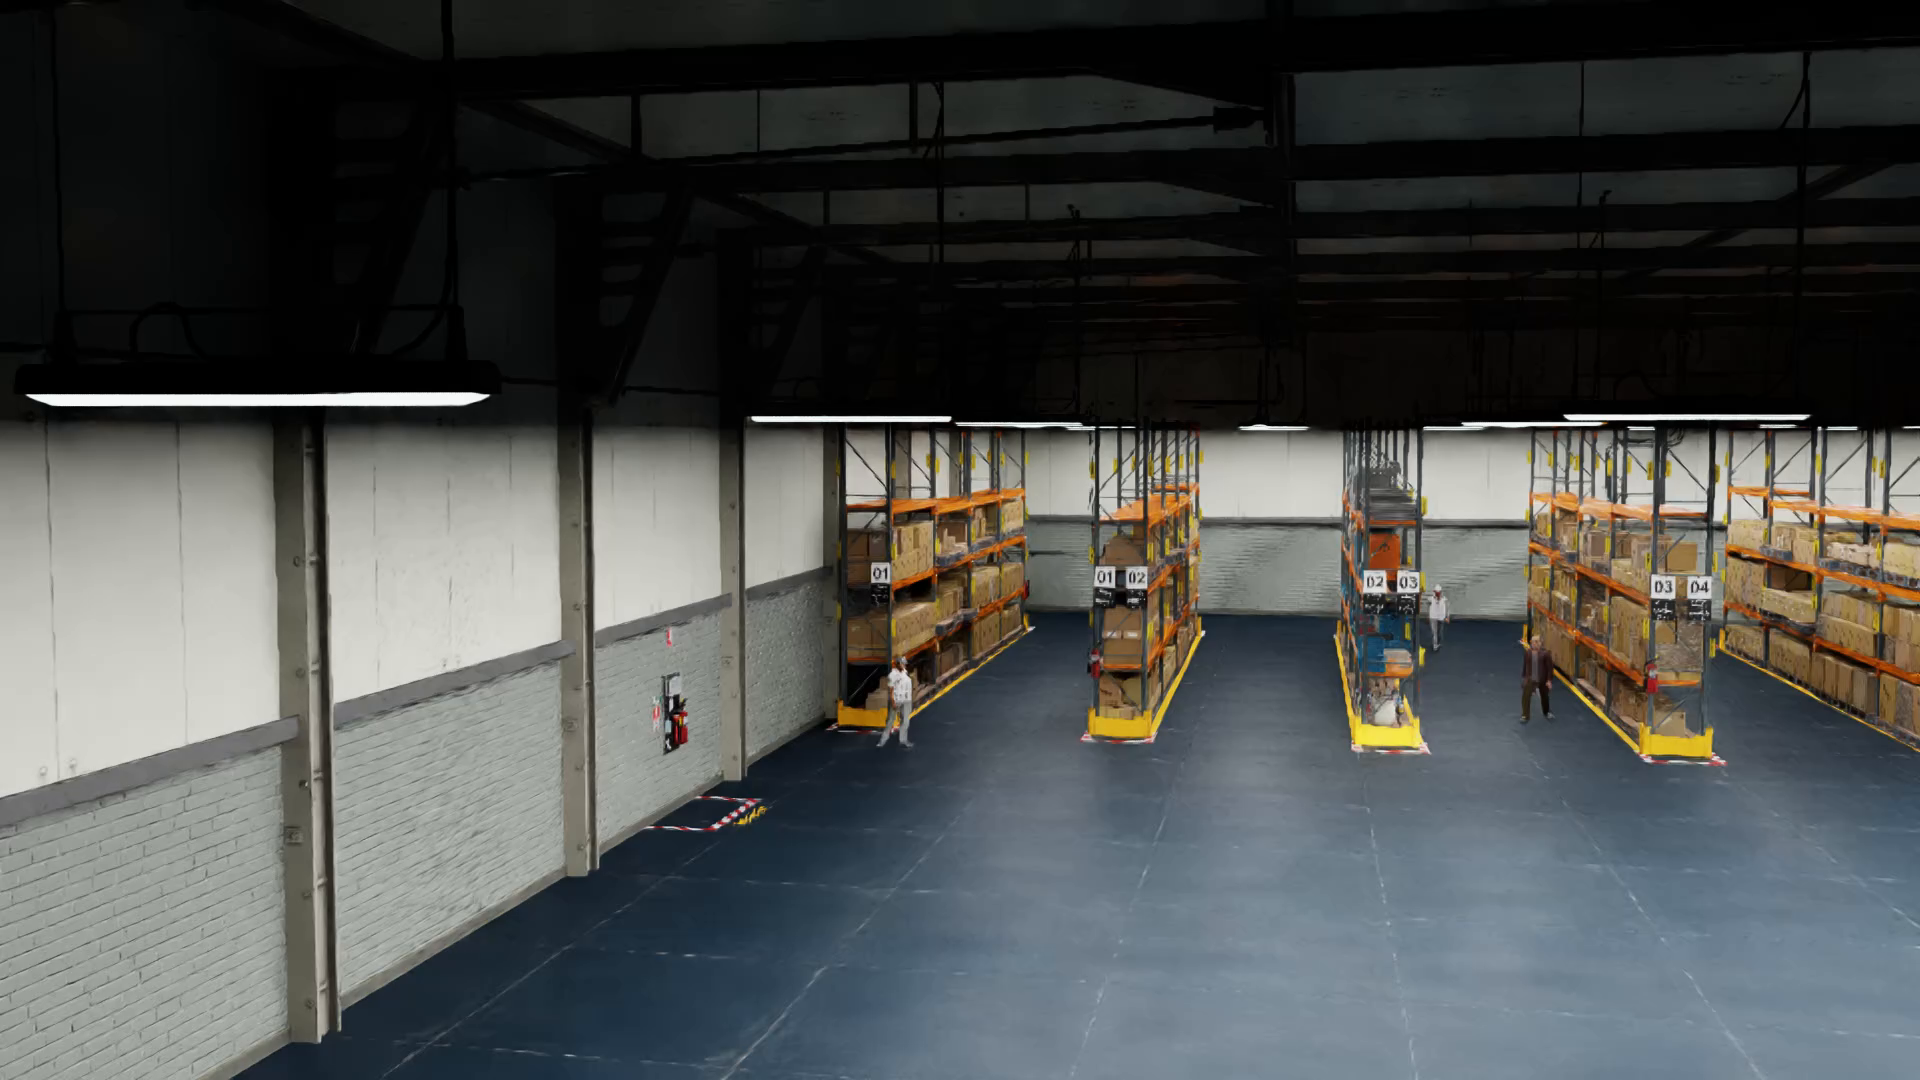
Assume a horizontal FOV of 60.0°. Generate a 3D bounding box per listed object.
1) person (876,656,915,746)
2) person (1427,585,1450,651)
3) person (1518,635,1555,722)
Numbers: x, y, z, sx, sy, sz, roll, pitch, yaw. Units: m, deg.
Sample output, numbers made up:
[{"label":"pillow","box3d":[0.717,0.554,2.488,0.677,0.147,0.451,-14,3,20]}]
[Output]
[{"label":"person","box3d":[-1.185,2.936,30.256,0.686,1.662,0.476,-3,5,-42]},{"label":"person","box3d":[12.540,2.035,43.597,0.547,1.725,1.030,1,4,10]},{"label":"person","box3d":[11.405,2.733,32.852,0.634,1.722,1.045,2,4,32]}]
